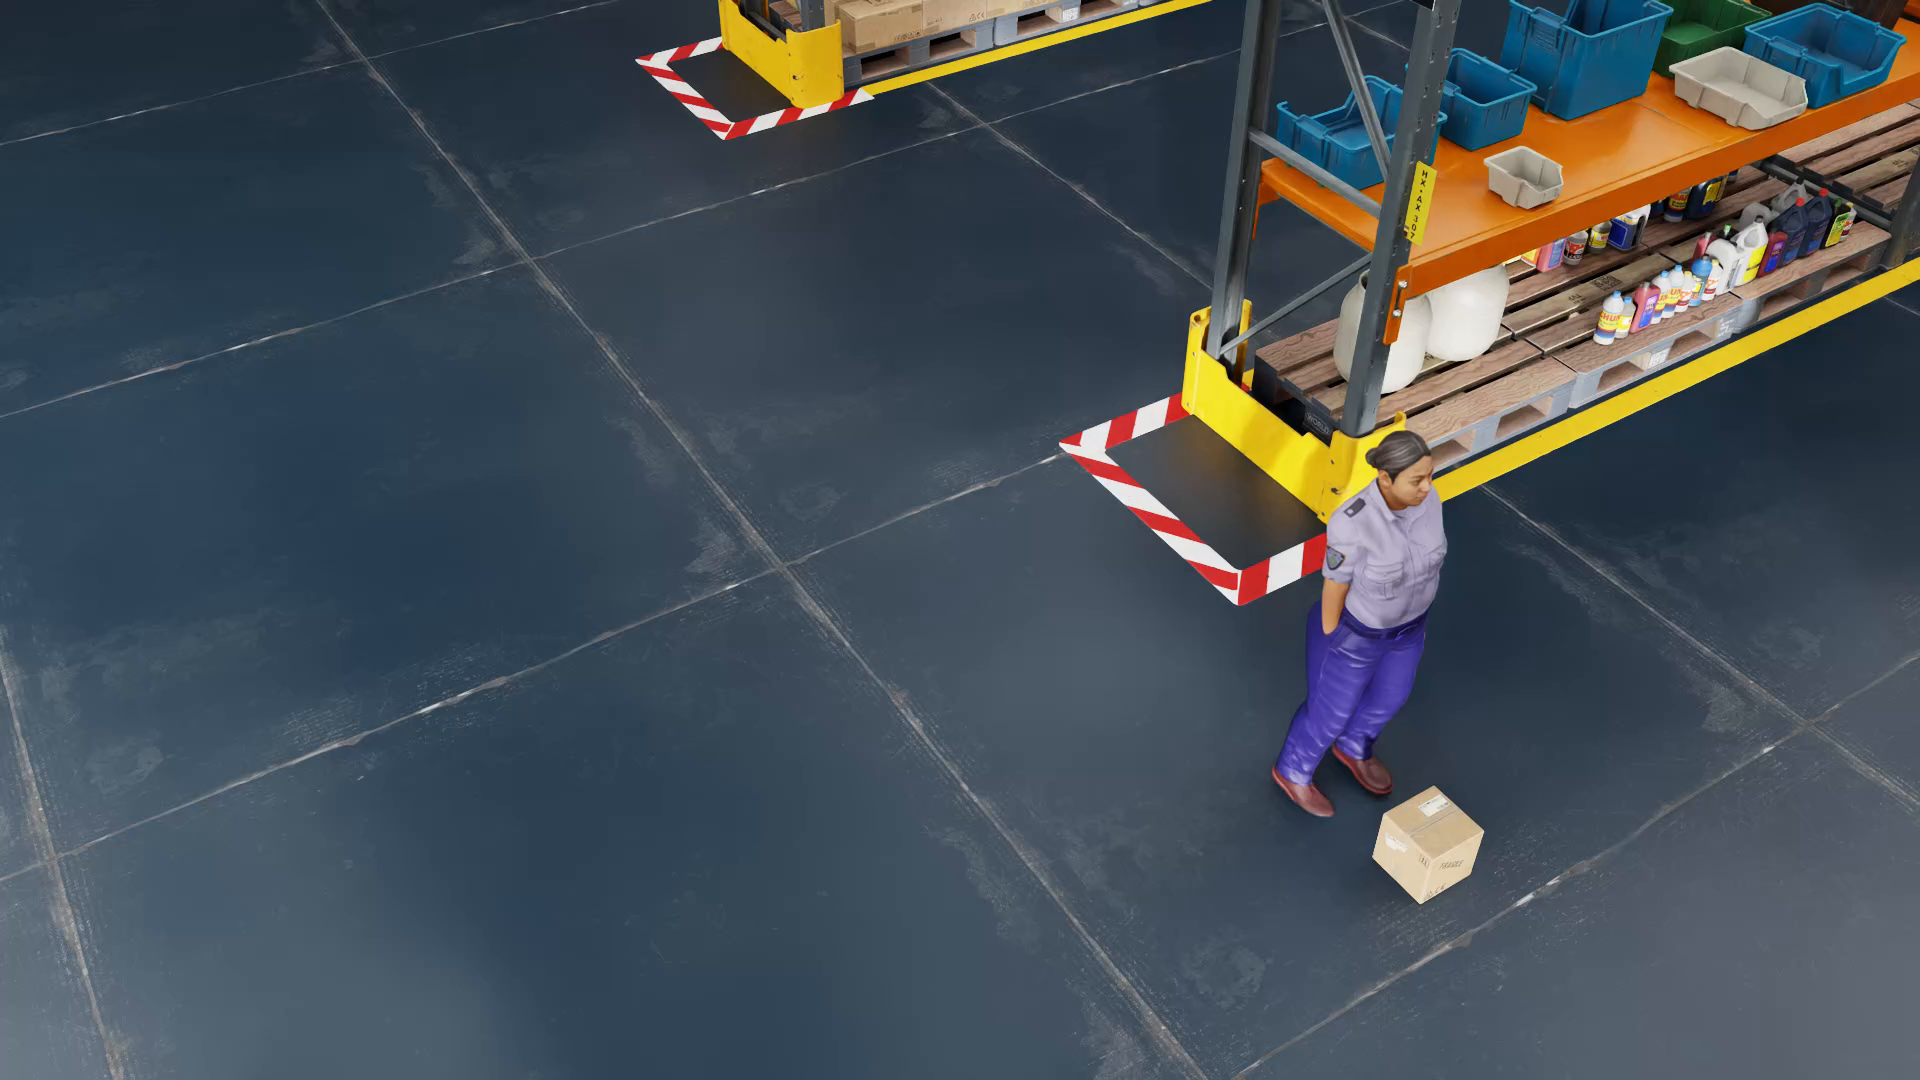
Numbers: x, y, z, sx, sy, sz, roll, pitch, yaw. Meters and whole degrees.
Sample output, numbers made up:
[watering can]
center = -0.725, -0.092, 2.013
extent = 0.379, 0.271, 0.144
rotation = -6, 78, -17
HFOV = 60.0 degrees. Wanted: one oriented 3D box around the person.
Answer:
[person]
center = 1.447, 0.315, 5.838
extent = 0.467, 1.651, 0.342
rotation = -21, 45, -23
